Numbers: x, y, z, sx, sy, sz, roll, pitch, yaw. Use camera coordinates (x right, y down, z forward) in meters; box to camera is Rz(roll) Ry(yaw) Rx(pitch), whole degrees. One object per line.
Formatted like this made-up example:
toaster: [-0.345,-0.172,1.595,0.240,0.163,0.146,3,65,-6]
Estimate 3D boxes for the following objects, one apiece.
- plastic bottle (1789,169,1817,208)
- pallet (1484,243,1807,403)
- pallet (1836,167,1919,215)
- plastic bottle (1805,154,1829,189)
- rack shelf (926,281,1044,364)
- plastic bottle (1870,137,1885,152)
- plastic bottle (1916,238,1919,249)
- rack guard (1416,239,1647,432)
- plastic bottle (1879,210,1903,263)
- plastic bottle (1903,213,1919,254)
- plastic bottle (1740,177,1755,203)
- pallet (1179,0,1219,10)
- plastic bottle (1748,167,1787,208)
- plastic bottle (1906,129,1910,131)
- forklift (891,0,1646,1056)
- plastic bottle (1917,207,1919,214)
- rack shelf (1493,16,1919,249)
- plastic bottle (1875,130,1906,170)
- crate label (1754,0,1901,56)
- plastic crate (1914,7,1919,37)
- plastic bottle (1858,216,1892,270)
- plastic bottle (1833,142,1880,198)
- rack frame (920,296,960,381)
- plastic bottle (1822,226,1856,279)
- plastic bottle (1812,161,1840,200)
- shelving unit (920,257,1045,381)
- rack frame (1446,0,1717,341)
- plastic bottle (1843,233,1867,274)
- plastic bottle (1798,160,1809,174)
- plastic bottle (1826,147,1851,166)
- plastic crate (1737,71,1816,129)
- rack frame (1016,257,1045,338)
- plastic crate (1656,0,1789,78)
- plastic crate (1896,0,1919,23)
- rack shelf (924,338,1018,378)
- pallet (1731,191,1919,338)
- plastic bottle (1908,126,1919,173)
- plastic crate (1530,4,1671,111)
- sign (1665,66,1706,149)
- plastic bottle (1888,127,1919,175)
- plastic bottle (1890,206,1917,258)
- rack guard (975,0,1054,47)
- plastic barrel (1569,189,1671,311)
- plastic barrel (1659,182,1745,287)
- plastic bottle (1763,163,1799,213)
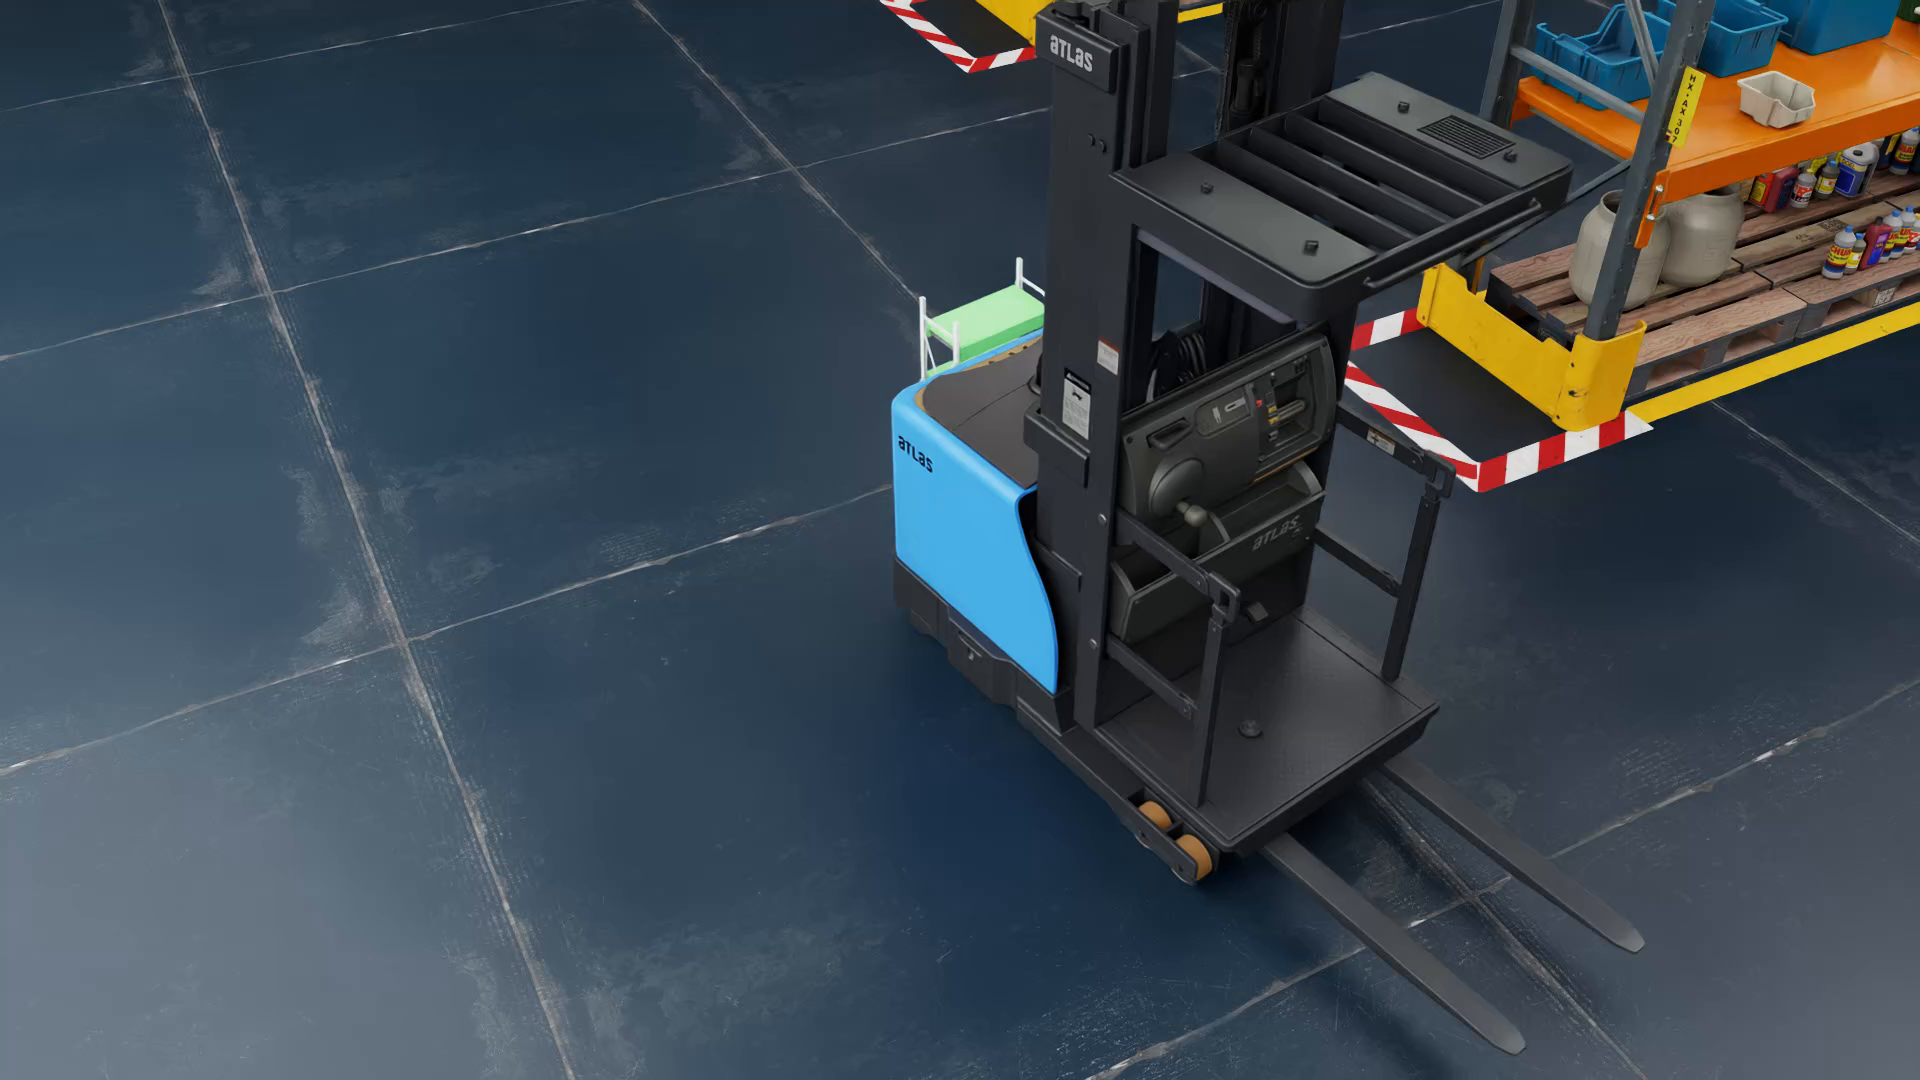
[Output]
plastic bottle: [4.574,-1.911,9.012,0.097,0.201,0.097,0,40,0]
pallet: [3.483,-1.202,8.506,1.213,0.211,1.003,-19,44,-21]
pallet: [5.647,-1.930,9.367,1.213,0.211,1.003,-19,44,-21]
plastic bottle: [4.645,-2.086,9.102,0.185,0.351,0.144,-17,43,-19]
rack shelf: [0.114,-0.847,6.678,0.480,0.148,0.258,-26,47,-28]
plastic bottle: [5.073,-2.173,9.266,0.097,0.271,0.097,0,40,0]
plastic bottle: [5.038,-1.659,8.659,0.097,0.271,0.097,0,40,0]
rack guard: [2.760,-1.073,8.130,0.348,0.500,1.175,-19,44,-21]
plastic bottle: [4.770,-1.568,8.552,0.097,0.271,0.097,0,40,0]
plastic bottle: [4.947,-1.601,8.645,0.097,0.201,0.097,0,40,0]
plastic bottle: [4.236,-1.953,8.997,0.133,0.283,0.061,-18,43,-20]
pallet: [1.088,-4.005,11.817,1.213,0.211,1.003,-19,44,-21]
plastic bottle: [4.377,-1.964,9.016,0.135,0.276,0.152,-18,44,-20]
plastic bottle: [5.354,-2.325,9.384,0.185,0.351,0.144,-17,43,-20]
forklift: [1.024,-0.285,5.318,1.130,2.935,3.031,-27,47,-28]
plastic bottle: [5.171,-1.806,8.823,0.133,0.283,0.061,-19,44,-21]
rack shelf: [4.488,-2.299,8.202,4.000,0.370,1.077,-19,44,-21]
plastic bottle: [5.187,-2.268,9.318,0.185,0.351,0.144,-20,44,-22]
crate label: [4.221,-2.695,8.085,0.616,0.435,0.502,-19,44,-21]
plastic crate: [4.938,-2.440,8.016,0.437,0.136,0.530,-19,44,-21]
plastic bottle: [4.675,-1.528,8.495,0.133,0.283,0.061,-18,43,-20]
plastic bottle: [4.900,-2.035,9.101,0.135,0.276,0.152,-19,44,-21]
rack frame: [-0.079,-0.434,6.834,0.015,1.200,0.240,-26,47,-28]
plastic bottle: [4.466,-1.466,8.432,0.097,0.271,0.097,0,40,0]
plastic bottle: [4.739,-1.973,9.084,0.097,0.201,0.097,0,40,0]
shelving unit: [0.114,-0.529,6.947,0.503,1.200,0.258,-26,47,-28]
rack frame: [2.714,-1.977,7.264,0.127,3.000,1.000,-19,44,-21]
plastic bottle: [4.558,-1.470,8.491,0.097,0.201,0.097,0,40,0]
plastic bottle: [4.500,-2.006,9.065,0.135,0.276,0.152,-20,44,-22]
plastic bottle: [4.810,-2.141,9.168,0.185,0.351,0.144,-19,44,-21]
plastic crate: [3.656,-1.959,7.447,0.250,0.136,0.298,-19,44,-21]
rack frame: [0.308,-0.625,7.060,0.015,1.200,0.240,-26,47,-28]
plastic crate: [3.598,-2.432,7.916,0.408,0.251,0.499,-19,44,-21]
plastic crate: [4.927,-2.847,8.455,0.662,0.188,0.450,-19,44,-21]
rack shelf: [0.114,-0.664,6.833,0.480,0.148,0.258,-26,47,-28]
pallet: [4.563,-1.563,8.933,1.213,0.211,1.003,-19,44,-21]
plastic bottle: [5.421,-2.242,9.287,0.185,0.351,0.144,-19,44,-21]
plastic crate: [3.020,-2.241,7.691,0.616,0.251,0.499,-19,44,-21]
sign: [2.964,-1.766,6.801,0.005,0.325,0.100,-19,44,-21]
plastic bottle: [5.281,-2.182,9.277,0.097,0.271,0.097,0,40,0]
plastic bottle: [4.859,-1.598,8.588,0.097,0.271,0.097,0,40,0]
rack guard: [0.408,-3.855,11.418,0.348,0.500,1.175,-19,44,-21]
plastic barrel: [3.262,-1.428,8.216,0.421,0.512,0.421,0,40,0]
plastic barrel: [3.707,-1.578,8.393,0.421,0.512,0.421,0,40,0]
plastic bottle: [4.426,-1.906,8.942,0.133,0.283,0.061,-19,44,-21]
